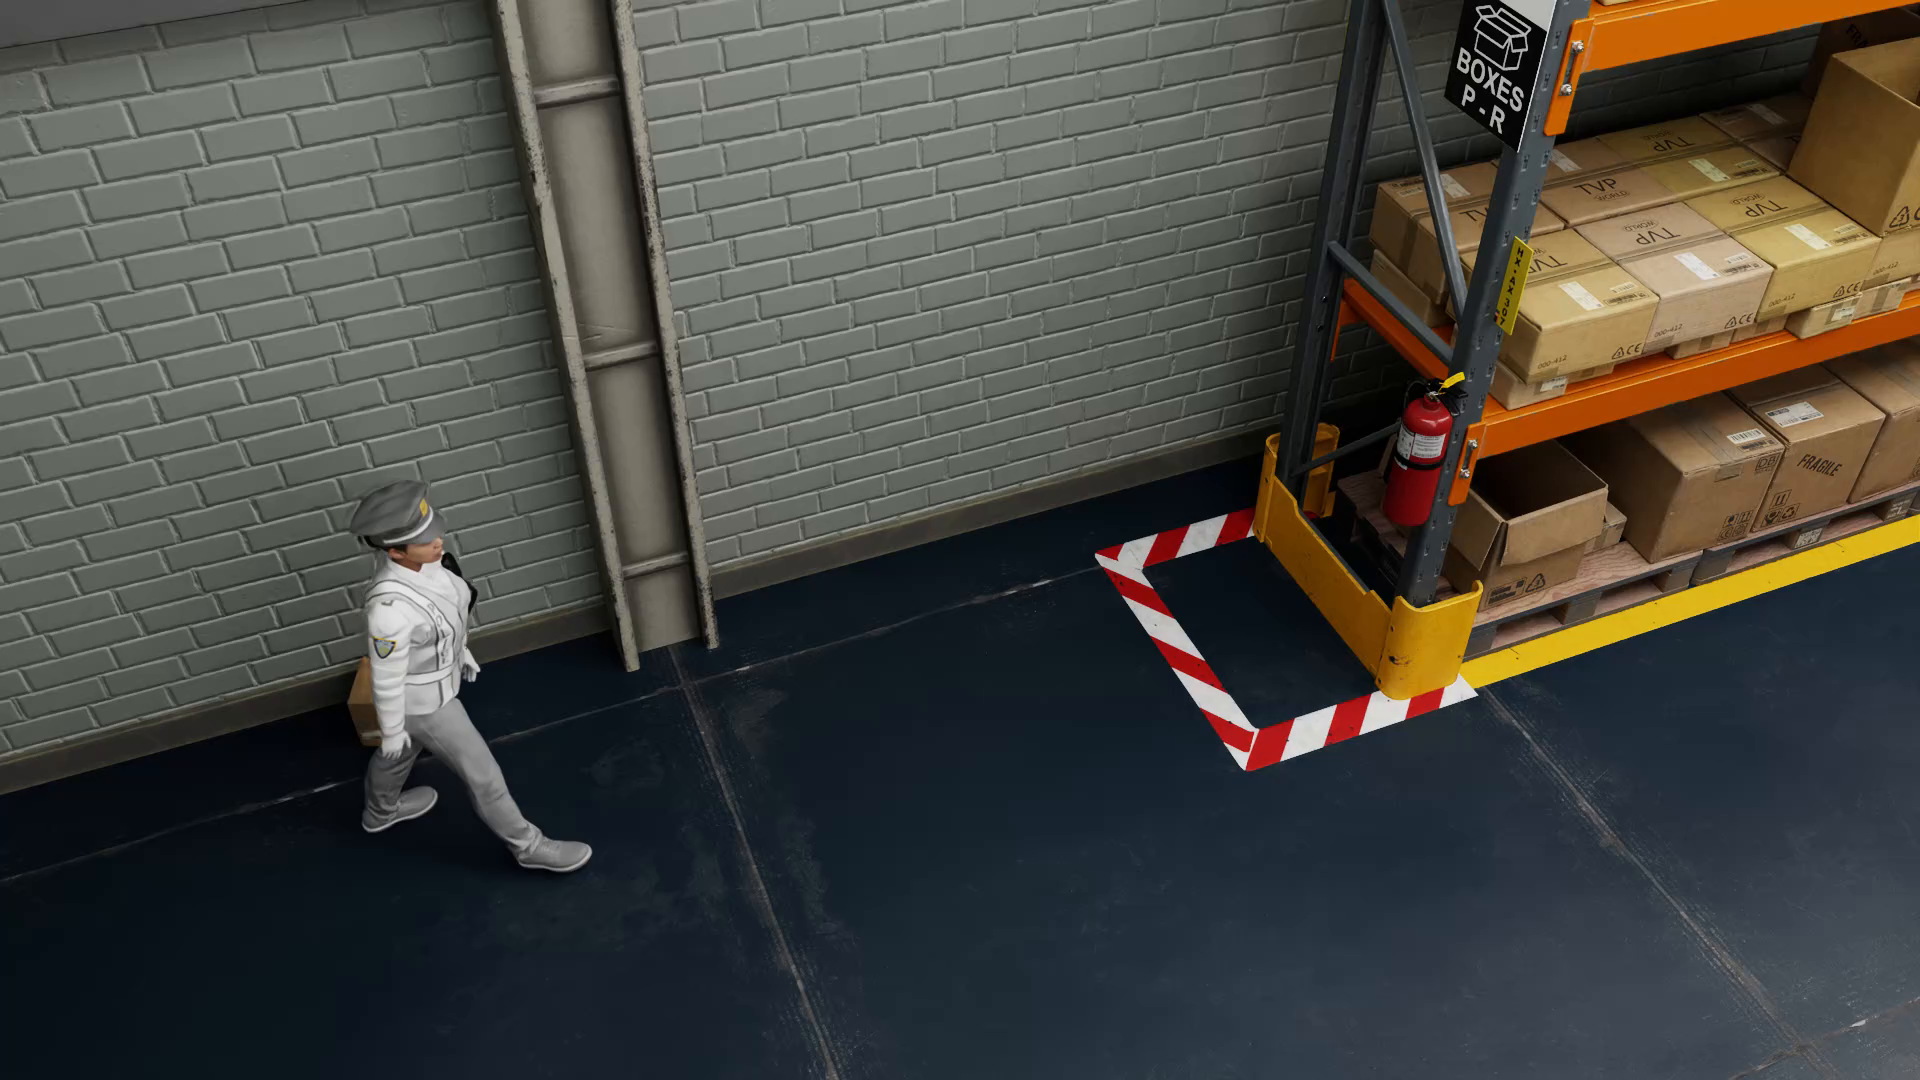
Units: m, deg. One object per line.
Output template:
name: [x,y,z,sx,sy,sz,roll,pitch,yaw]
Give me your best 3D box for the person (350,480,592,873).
person: [-1.779,0.472,5.627,0.856,1.640,0.502,-4,42,-5]
